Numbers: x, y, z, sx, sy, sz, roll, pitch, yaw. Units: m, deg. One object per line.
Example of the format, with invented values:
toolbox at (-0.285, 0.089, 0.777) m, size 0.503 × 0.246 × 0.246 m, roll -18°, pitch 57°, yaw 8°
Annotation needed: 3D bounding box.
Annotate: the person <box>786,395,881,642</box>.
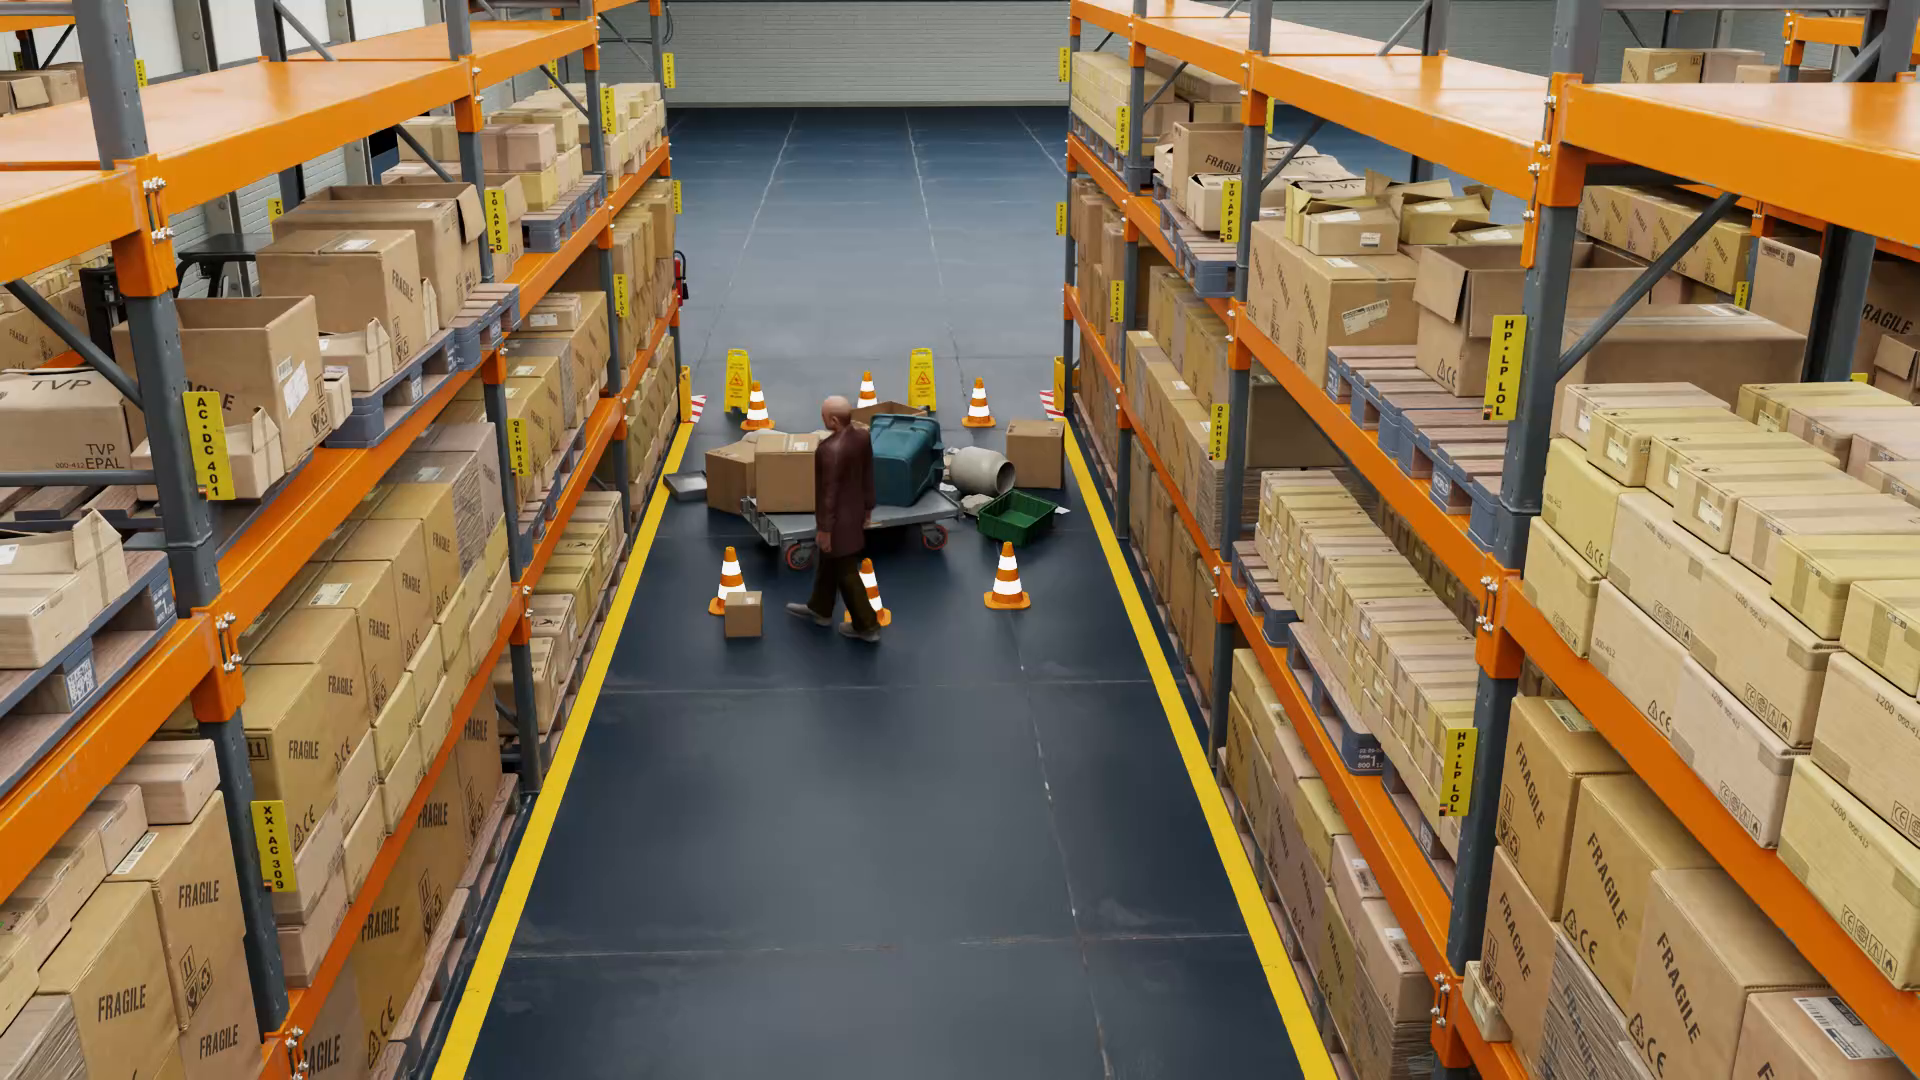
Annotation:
person at (-0.922, -0.172, 11.555) m, size 0.831 × 1.759 × 0.634 m, roll 9°, pitch 22°, yaw 23°
